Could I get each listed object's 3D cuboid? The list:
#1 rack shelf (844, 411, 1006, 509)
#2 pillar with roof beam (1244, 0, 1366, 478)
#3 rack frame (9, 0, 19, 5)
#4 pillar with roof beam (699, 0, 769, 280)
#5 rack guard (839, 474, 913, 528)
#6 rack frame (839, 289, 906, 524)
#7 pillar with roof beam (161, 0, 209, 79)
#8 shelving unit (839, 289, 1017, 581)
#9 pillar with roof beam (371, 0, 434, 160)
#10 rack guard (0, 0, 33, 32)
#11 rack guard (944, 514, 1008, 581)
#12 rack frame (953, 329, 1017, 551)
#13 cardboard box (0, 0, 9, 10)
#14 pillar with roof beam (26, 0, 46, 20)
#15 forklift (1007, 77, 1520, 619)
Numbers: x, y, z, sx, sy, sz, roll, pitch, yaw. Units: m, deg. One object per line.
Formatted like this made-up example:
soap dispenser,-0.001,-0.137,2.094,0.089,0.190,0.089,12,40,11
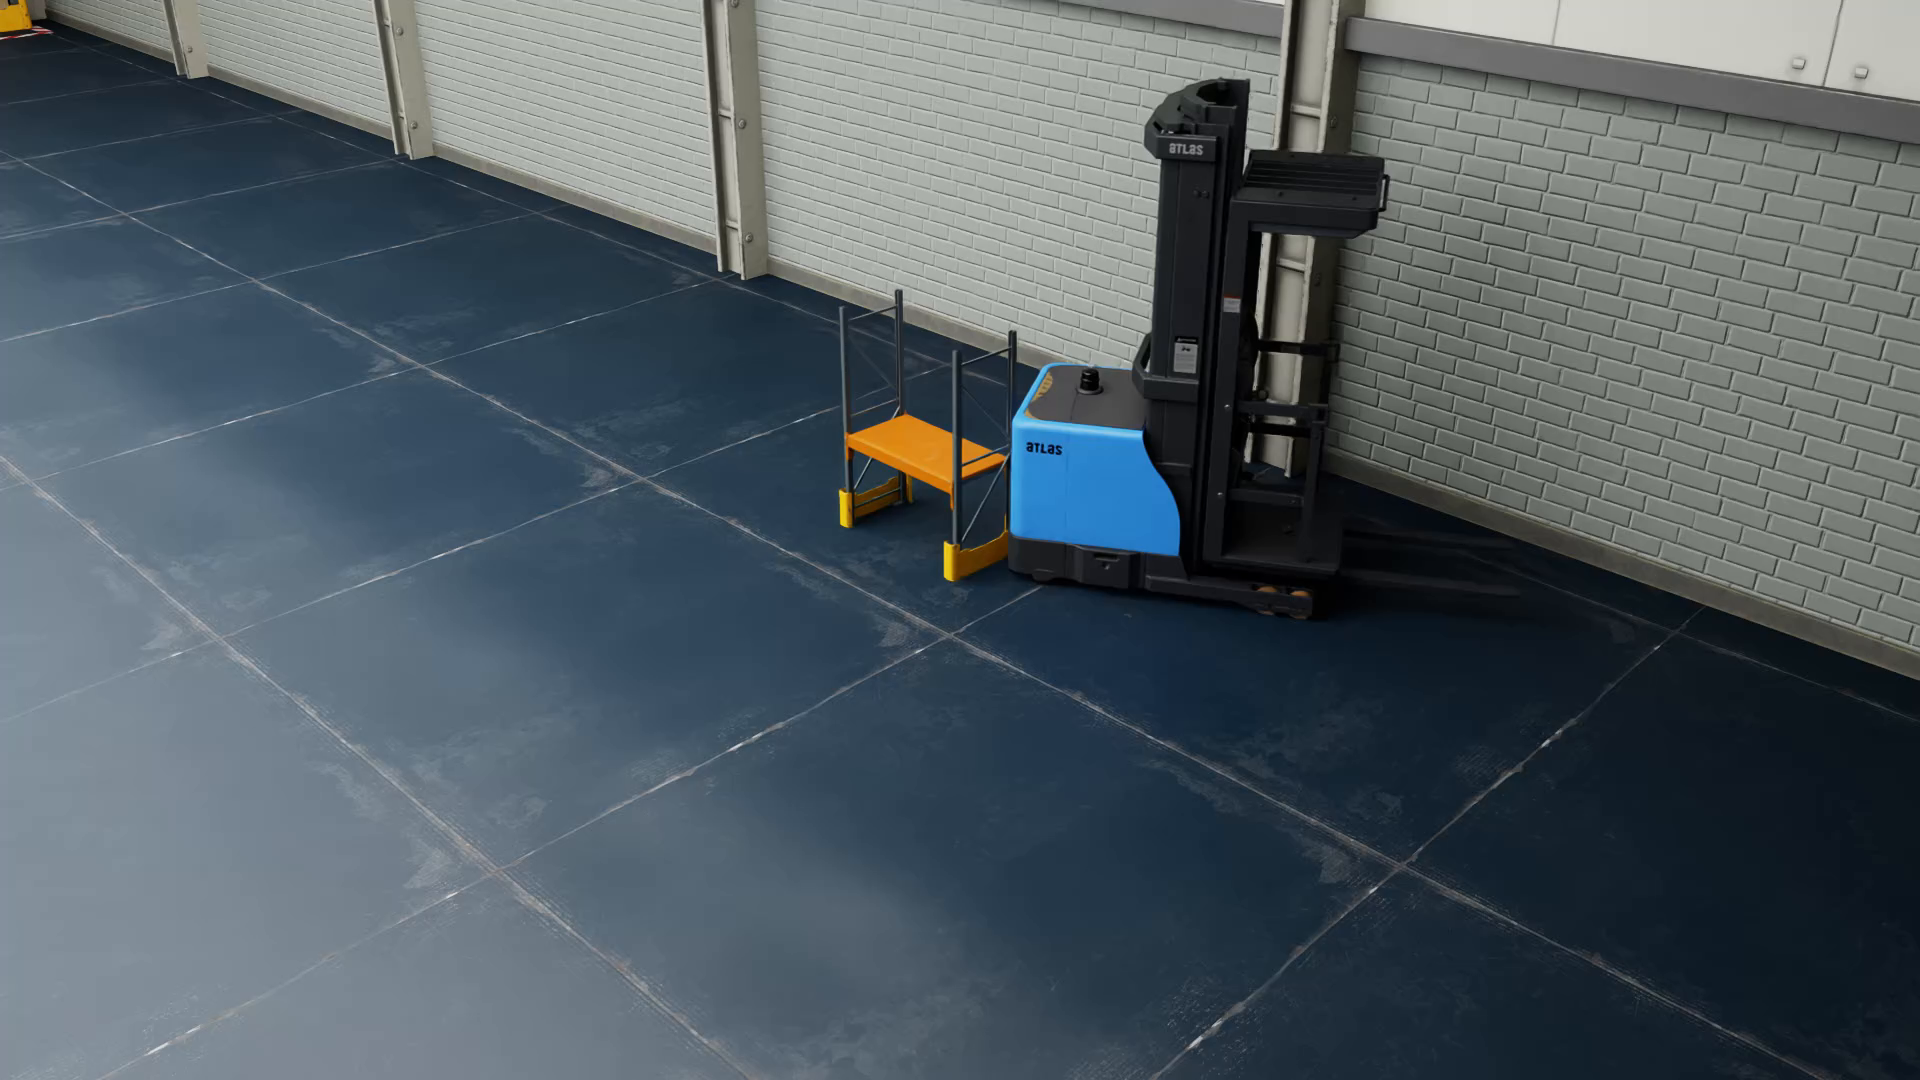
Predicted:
rack shelf,-0.203,-0.517,10.502,0.538,0.185,1.000,-24,36,-38
pillar with roof beam,-0.753,-3.101,6.972,0.400,9.000,9.100,25,36,38
rack frame,-14.984,-9.179,24.977,0.127,3.000,1.000,25,36,38
pillar with roof beam,-5.031,-5.059,10.695,0.400,9.000,9.100,25,36,38
rack guard,-0.553,-0.294,11.034,0.587,0.250,0.087,-24,36,-38
rack frame,-0.554,-0.848,10.744,0.500,1.500,0.032,-24,36,-38
pillar with roof beam,-13.588,-8.974,18.142,0.400,9.000,9.100,25,36,38
shelving unit,-0.209,-0.680,10.424,0.587,1.500,1.083,-24,36,-38
pillar with roof beam,-9.310,-7.017,14.418,0.400,9.000,9.100,25,36,38
rack guard,-14.967,-8.065,25.544,0.348,0.500,1.175,25,36,38
rack guard,0.135,0.041,10.397,0.587,0.250,0.087,-24,36,-38
rack frame,0.148,-0.506,10.093,0.500,1.500,0.032,-24,36,-38
cardboard box,-15.197,-8.373,25.948,0.500,0.250,0.500,25,37,39
pillar with roof beam,-17.867,-10.932,21.865,0.400,9.000,9.100,25,36,38
forklift,1.868,-1.103,9.692,3.031,2.935,1.130,7,29,13
